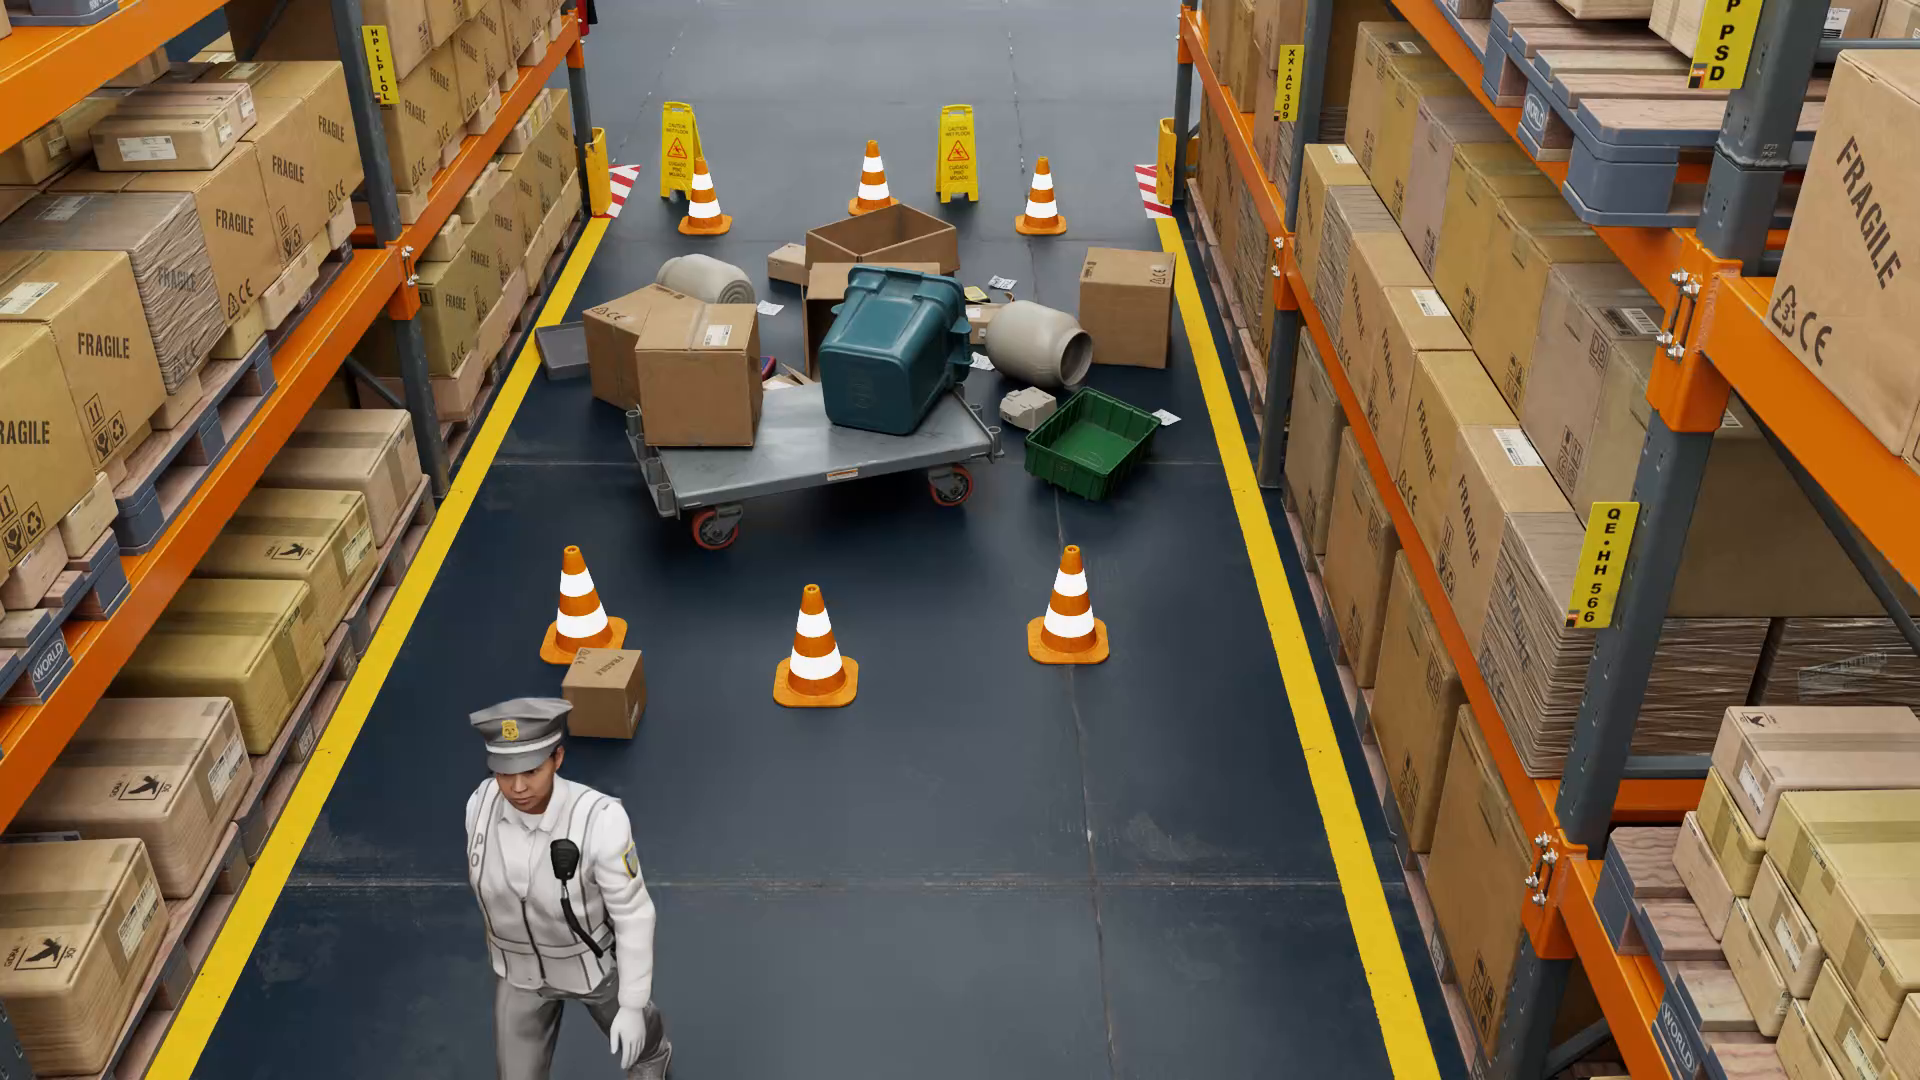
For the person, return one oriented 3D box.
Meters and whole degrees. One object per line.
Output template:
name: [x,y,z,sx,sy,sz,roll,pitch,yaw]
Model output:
person: [-1.030,1.122,4.263,0.521,1.634,0.981,4,32,6]
